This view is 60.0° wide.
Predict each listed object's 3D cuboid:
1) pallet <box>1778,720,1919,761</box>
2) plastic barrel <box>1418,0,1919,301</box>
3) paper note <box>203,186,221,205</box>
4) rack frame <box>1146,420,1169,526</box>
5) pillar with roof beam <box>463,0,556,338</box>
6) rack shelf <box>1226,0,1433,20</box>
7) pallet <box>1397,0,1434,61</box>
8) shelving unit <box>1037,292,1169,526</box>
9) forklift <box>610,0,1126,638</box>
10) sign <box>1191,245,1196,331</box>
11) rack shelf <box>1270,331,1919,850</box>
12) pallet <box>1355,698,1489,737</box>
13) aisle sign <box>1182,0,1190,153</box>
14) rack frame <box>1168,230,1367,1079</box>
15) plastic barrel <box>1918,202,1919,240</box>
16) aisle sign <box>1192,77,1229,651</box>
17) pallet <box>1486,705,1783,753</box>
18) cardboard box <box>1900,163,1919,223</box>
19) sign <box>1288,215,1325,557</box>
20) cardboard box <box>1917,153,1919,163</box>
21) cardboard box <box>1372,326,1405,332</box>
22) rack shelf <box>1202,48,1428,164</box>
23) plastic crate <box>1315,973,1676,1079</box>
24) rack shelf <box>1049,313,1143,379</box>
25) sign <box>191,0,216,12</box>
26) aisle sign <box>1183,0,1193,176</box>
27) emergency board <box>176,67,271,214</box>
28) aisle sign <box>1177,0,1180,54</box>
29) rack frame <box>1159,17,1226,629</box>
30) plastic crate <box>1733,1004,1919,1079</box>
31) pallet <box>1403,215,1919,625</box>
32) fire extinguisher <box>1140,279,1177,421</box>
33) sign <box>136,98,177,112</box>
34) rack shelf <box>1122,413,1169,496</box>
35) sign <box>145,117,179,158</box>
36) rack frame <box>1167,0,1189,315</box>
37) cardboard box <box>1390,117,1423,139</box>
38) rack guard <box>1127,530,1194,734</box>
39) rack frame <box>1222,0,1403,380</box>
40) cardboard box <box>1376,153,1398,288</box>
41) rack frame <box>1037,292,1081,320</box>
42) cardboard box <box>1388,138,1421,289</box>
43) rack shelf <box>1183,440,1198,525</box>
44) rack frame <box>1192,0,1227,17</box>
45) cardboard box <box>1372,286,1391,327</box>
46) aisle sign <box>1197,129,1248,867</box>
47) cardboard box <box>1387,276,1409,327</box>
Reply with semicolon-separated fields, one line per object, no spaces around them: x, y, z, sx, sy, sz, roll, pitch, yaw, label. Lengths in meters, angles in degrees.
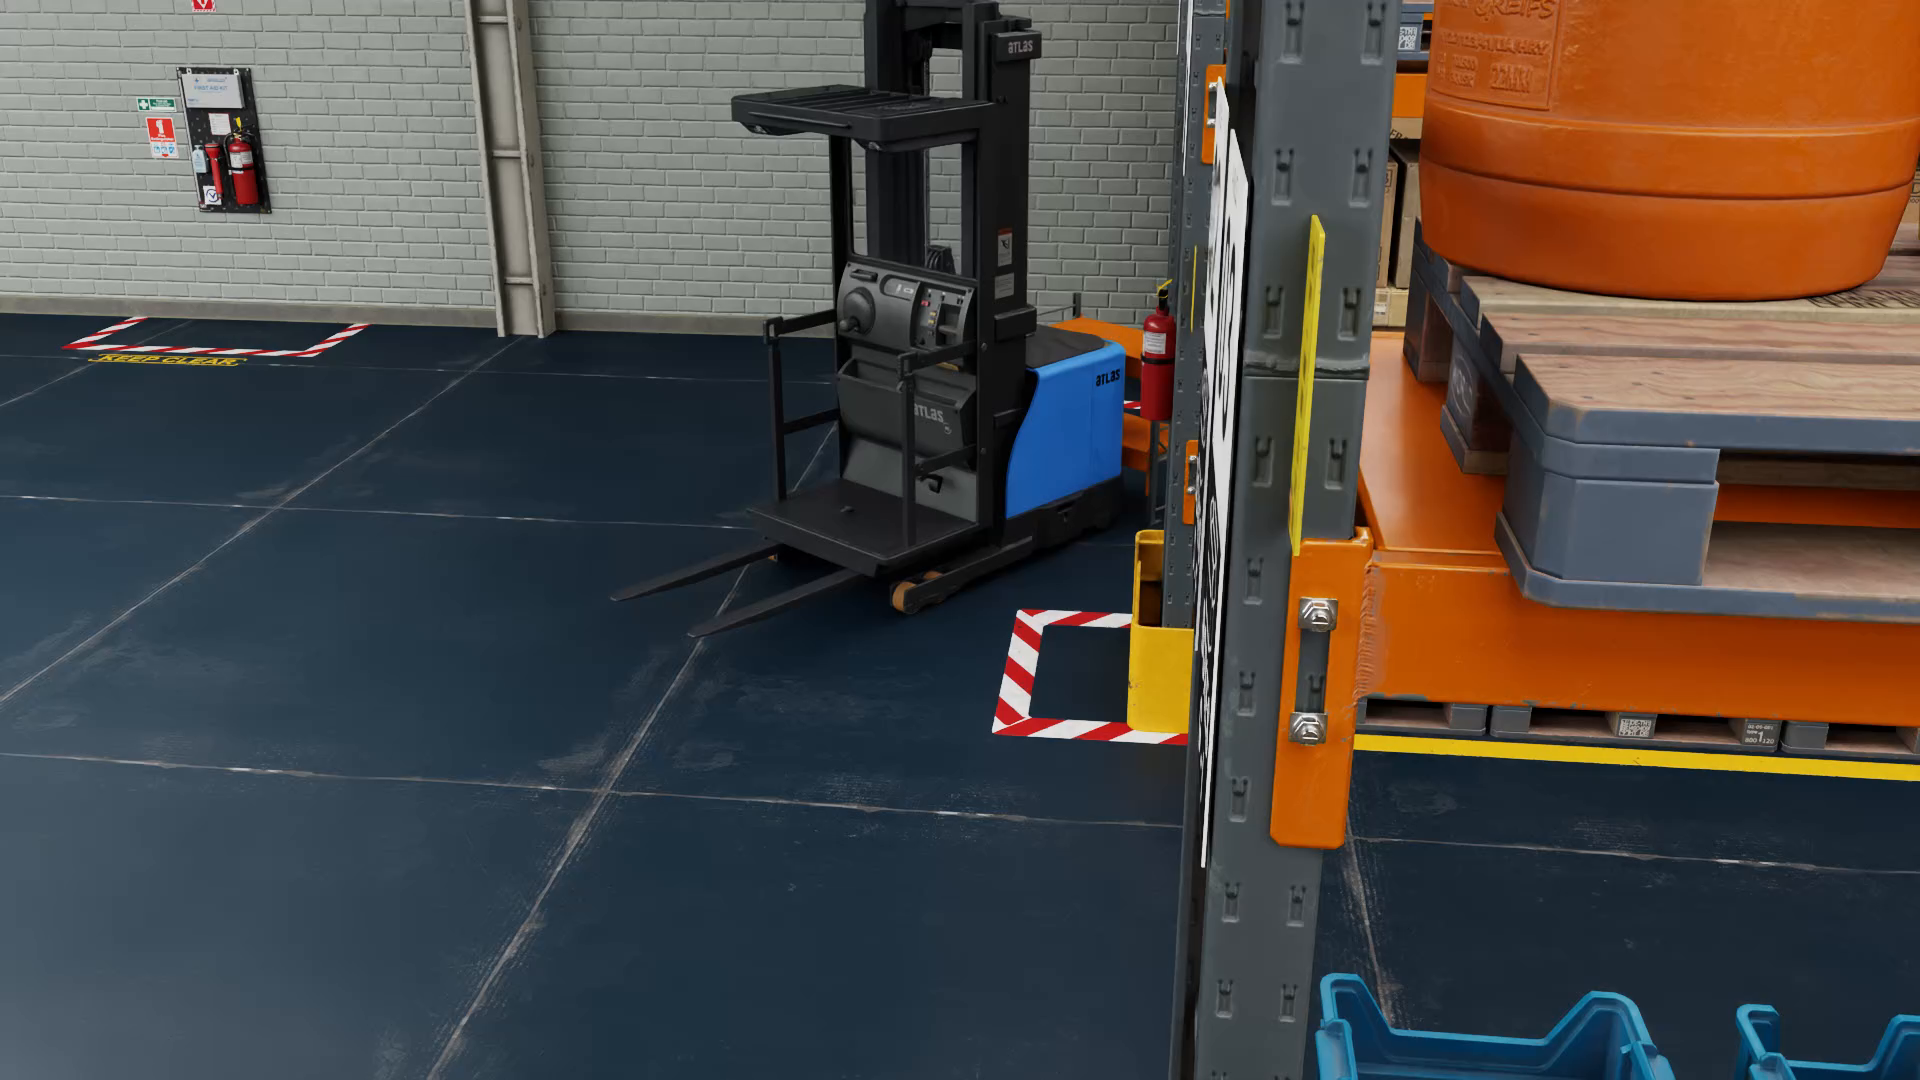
4.186;0.659;7.485;1.213;0.211;1.003;2;22;6;pallet
0.909;-0.768;2.067;0.708;0.830;0.600;2;22;6;plastic barrel
-6.201;-2.859;13.790;0.142;0.148;0.016;2;22;6;paper note
1.272;-0.673;9.612;0.500;1.125;0.032;-20;29;-41;rack frame
-4.090;-4.333;8.160;0.400;9.000;9.100;2;22;6;pillar with roof beam
3.564;-3.544;11.222;4.000;0.370;1.077;2;22;6;rack shelf
1.697;-2.075;6.648;1.213;0.211;1.003;2;22;6;pallet
0.915;-0.806;9.949;0.538;1.125;1.048;-20;29;-41;shelving unit
-0.432;-1.195;8.476;1.130;2.935;3.031;19;29;40;forklift
0.927;-0.998;6.599;0.005;0.325;0.100;2;22;6;sign
2.398;0.073;2.073;4.000;0.370;1.077;2;22;6;rack shelf
1.763;0.554;7.752;1.213;0.211;1.003;2;22;6;pallet
0.968;-2.080;7.085;0.004;0.787;0.394;2;22;6;aisle sign
0.412;1.047;2.711;0.127;3.000;1.000;2;22;6;rack frame
1.559;-0.627;2.040;0.600;0.588;0.600;0;22;0;plastic barrel
0.375;-0.273;2.515;0.004;0.787;0.394;2;22;6;aisle sign
2.971;0.607;7.617;1.213;0.211;1.003;2;22;6;pallet
3.530;-1.298;6.742;0.500;0.500;0.700;2;22;6;cardboard box
0.343;-0.151;1.650;0.005;0.325;0.100;2;22;6;sign
4.027;-1.276;6.687;0.500;0.500;0.700;2;22;6;cardboard box
1.982;-0.762;7.150;0.500;0.500;0.700;3;22;8;cardboard box
2.984;-1.735;6.647;4.000;0.370;1.077;2;22;6;rack shelf
0.944;1.029;2.960;0.616;0.251;0.499;2;22;6;plastic crate
0.915;-1.079;9.841;0.538;0.278;1.000;-20;29;-41;rack shelf
-6.030;-4.350;13.211;0.199;0.298;0.001;2;22;6;sign
0.897;-1.861;6.531;0.004;0.787;0.394;2;22;6;aisle sign
-6.033;-3.236;13.544;0.643;1.169;0.194;2;22;6;emergency board
1.471;-3.672;11.113;0.004;0.787;0.394;2;22;6;aisle sign
0.998;-0.761;7.285;0.127;3.000;1.000;2;22;6;rack frame
1.588;1.059;2.883;0.408;0.251;0.499;2;22;6;plastic crate
1.222;-0.188;2.013;1.213;0.211;1.003;2;22;6;pallet
0.936;-0.900;7.741;0.183;0.674;0.296;2;22;6;fire extinguisher
-6.567;-3.557;13.588;0.331;0.109;0.001;2;22;6;sign
0.915;-0.579;10.038;0.538;0.278;1.000;-20;29;-41;rack shelf
-6.570;-3.314;13.694;0.234;0.329;0.001;2;22;6;sign
1.578;-2.570;11.860;0.127;3.000;1.000;2;22;6;rack frame
3.018;-2.678;11.290;0.500;0.500;0.500;2;22;5;cardboard box
0.974;0.400;7.747;0.348;0.500;1.175;2;22;6;rack guard
0.412;-1.743;1.608;0.127;3.000;1.000;2;22;6;rack frame
1.513;-1.384;6.959;0.500;0.500;0.700;3;22;6;cardboard box
0.558;-0.940;10.286;0.500;1.125;0.032;-20;29;-41;rack frame
2.036;-1.363;6.907;0.500;0.500;0.700;2;22;5;cardboard box
2.984;-0.340;7.198;4.000;0.370;1.077;2;22;6;rack shelf
0.998;-3.551;6.182;0.127;3.000;1.000;2;22;6;rack frame
1.625;-1.003;6.879;0.250;0.149;0.380;2;22;5;cardboard box
0.306;-0.058;1.970;0.004;0.787;0.394;2;22;6;aisle sign
1.873;-0.992;6.850;0.250;0.149;0.380;3;22;7;cardboard box
